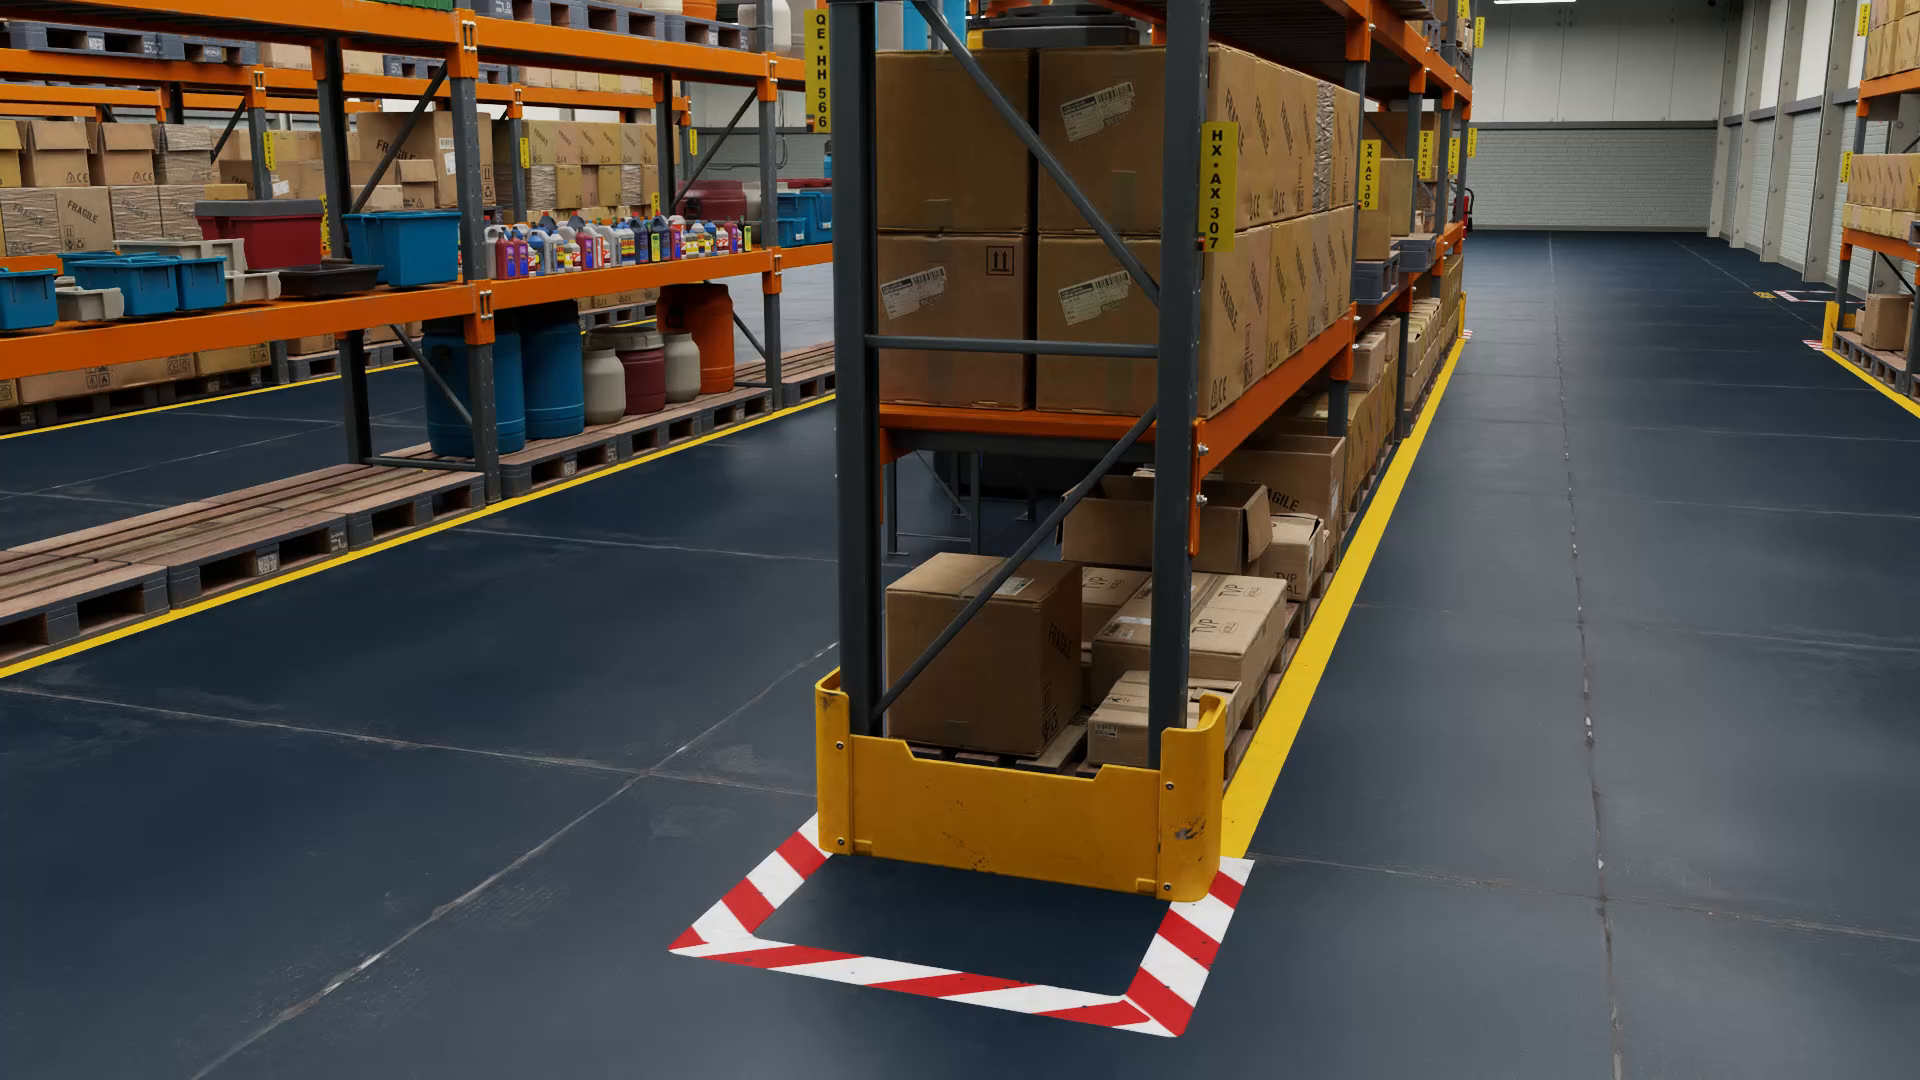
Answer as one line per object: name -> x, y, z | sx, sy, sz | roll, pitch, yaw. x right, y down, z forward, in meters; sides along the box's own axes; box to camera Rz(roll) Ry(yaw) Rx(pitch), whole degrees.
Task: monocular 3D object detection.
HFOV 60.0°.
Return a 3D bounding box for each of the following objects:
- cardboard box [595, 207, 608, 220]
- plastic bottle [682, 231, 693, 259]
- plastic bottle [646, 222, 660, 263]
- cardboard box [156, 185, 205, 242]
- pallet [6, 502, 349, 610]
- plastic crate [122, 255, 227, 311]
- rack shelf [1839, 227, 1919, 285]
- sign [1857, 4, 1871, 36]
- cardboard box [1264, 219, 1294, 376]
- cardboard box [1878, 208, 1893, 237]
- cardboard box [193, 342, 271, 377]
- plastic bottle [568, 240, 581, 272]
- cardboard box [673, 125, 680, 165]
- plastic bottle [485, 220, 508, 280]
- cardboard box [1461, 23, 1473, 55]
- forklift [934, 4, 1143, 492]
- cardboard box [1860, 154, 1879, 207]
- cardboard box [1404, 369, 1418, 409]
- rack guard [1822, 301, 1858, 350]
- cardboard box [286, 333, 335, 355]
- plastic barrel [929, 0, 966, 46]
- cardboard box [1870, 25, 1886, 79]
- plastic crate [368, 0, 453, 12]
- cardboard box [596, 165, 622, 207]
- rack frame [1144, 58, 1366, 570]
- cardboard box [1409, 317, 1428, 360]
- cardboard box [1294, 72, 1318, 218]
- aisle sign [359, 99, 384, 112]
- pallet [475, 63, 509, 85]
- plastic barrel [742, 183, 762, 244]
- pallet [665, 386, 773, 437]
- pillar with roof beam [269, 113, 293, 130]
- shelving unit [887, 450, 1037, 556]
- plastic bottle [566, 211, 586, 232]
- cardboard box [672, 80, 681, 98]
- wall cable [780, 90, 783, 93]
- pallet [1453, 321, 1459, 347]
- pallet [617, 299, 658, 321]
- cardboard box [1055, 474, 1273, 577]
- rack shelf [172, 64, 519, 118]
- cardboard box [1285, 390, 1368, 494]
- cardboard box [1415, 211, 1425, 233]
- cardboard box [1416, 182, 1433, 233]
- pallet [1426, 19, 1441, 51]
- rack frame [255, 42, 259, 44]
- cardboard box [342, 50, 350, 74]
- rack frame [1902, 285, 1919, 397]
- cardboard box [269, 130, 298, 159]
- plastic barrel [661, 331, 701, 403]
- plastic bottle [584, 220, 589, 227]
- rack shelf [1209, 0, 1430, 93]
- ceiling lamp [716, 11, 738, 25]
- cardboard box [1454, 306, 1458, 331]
cardboard box -> -4.520, -3.977, 20.235 | 0.380, 0.149, 0.250 | 4, 14, 18
plastic bottle -> -2.001, -2.153, 12.125 | 0.097, 0.201, 0.097 | 0, 13, 0
plastic bottle -> -2.155, -2.080, 11.620 | 0.061, 0.283, 0.133 | 4, 14, 18
cardboard box -> -6.734, -2.739, 14.023 | 0.500, 0.500, 0.500 | 4, 14, 18
pallet -> -3.843, 0.057, 8.264 | 1.003, 0.211, 1.213 | 4, 14, 18
plastic crate -> -3.629, -1.192, 7.710 | 0.416, 0.233, 0.300 | 4, 14, 18
rack shelf -> 9.360, -2.759, 15.953 | 1.077, 0.370, 4.000 | 4, 14, 18
sign -> 9.494, -5.459, 17.458 | 0.100, 0.325, 0.005 | 4, 14, 18
cardboard box -> 0.862, -0.856, 5.772 | 0.500, 0.500, 0.500 | 4, 14, 18
cardboard box -> 8.897, -2.958, 15.501 | 0.500, 0.250, 0.500 | 4, 14, 18
cardboard box -> -6.885, -1.942, 14.585 | 1.225, 0.875, 0.875 | 4, 13, 16
plastic bottle -> -2.494, -1.831, 10.717 | 0.097, 0.201, 0.097 | 0, 13, 0
cardboard box -> -3.997, -5.149, 21.664 | 0.500, 0.500, 0.500 | 4, 14, 18
plastic bottle -> -2.816, -1.753, 10.038 | 0.144, 0.351, 0.185 | 4, 14, 18
cardboard box -> 5.016, -5.200, 17.232 | 0.500, 0.311, 0.500 | 6, 14, 25
forklift -> 0.822, -1.990, 11.120 | 1.130, 2.935, 3.031 | 5, 14, 20
cardboard box -> 9.226, -3.543, 16.376 | 0.500, 0.500, 0.500 | 4, 13, 17
cardboard box -> 3.178, -1.156, 12.547 | 0.500, 0.250, 0.500 | 4, 14, 18
rack guard -> 9.983, -2.296, 17.926 | 1.175, 0.500, 0.348 | 4, 14, 18
cardboard box -> -6.444, -2.055, 15.879 | 0.700, 0.500, 0.500 | 4, 13, 15
plastic barrel -> -0.238, -5.516, 17.601 | 0.600, 0.901, 0.708 | 4, 14, 18
cardboard box -> 9.455, -4.889, 16.657 | 0.500, 0.500, 0.500 | 5, 14, 22
plastic crate -> -3.100, -2.966, 8.977 | 0.450, 0.188, 0.662 | 4, 14, 18
cardboard box -> -4.681, -4.360, 20.458 | 0.875, 0.500, 0.500 | 4, 14, 18
rack frame -> 1.436, -1.360, 8.207 | 1.000, 3.000, 0.127 | 4, 14, 18
cardboard box -> 3.507, -1.648, 13.441 | 0.500, 0.311, 0.500 | 4, 13, 17
cardboard box -> 1.027, -1.451, 6.134 | 0.500, 0.500, 0.500 | 4, 14, 18
aisle sign -> -8.407, -6.240, 23.745 | 0.394, 0.787, 0.004 | 4, 14, 18
pallet -> -5.648, -5.007, 17.867 | 1.213, 0.211, 1.003 | 4, 14, 18
plastic barrel -> -1.824, -2.846, 14.467 | 0.421, 0.512, 0.421 | 0, 13, 0
pallet -> -2.171, -1.032, 13.033 | 1.003, 0.211, 1.213 | 4, 14, 18
pillar with roof beam -> -11.250, -10.731, 35.780 | 9.100, 9.000, 0.400 | 4, 14, 18
shelving unit -> 0.028, -0.749, 8.900 | 0.538, 1.500, 1.048 | 4, 14, 18
plastic bottle -> -2.718, -2.160, 11.822 | 0.144, 0.351, 0.185 | 4, 14, 18
cardboard box -> -3.969, -5.870, 21.563 | 0.500, 0.250, 0.500 | 5, 14, 20
wall cable -> -4.735, -16.109, 54.973 | 3.097, 2.526, 0.112 | 4, 14, 18
pallet -> 5.111, -2.364, 18.869 | 1.003, 0.211, 1.213 | 4, 14, 18
pallet -> -4.374, -3.057, 21.907 | 1.003, 0.211, 1.213 | 4, 14, 18
cardboard box -> 0.833, 0.038, 6.701 | 0.797, 0.503, 0.637 | 4, 14, 18
rack shelf -> -5.994, -4.449, 16.617 | 1.077, 0.370, 4.000 | 4, 14, 18
cardboard box -> 1.986, -0.554, 9.301 | 0.500, 0.500, 0.500 | 5, 14, 19
cardboard box -> 3.914, -2.781, 14.733 | 0.396, 0.266, 0.258 | 4, 13, 17
cardboard box -> 4.162, -3.187, 15.987 | 0.700, 0.500, 0.500 | 4, 13, 17
pallet -> 2.866, -3.722, 12.239 | 1.213, 0.211, 1.003 | 5, 14, 21
rack frame -> -6.642, -5.841, 14.358 | 1.000, 3.000, 0.127 | 4, 14, 18
cardboard box -> -6.082, -4.495, 15.535 | 0.500, 0.250, 0.500 | 5, 14, 20
rack frame -> 8.713, -2.689, 14.028 | 1.000, 3.000, 0.127 | 4, 14, 18
cardboard box -> -9.319, -5.152, 22.056 | 0.875, 0.550, 0.500 | 4, 14, 18
plastic barrel -> -2.195, -1.322, 12.687 | 0.421, 0.512, 0.421 | 0, 13, 0
plastic bottle -> -2.763, -2.212, 12.229 | 0.097, 0.271, 0.097 | 0, 13, 0
rack shelf -> 2.084, -2.893, 9.798 | 1.077, 0.370, 4.000 | 4, 14, 18
ceiling lamp -> -6.256, -16.521, 48.030 | 2.000, 3.185, 0.800 | 4, 14, 18
cardboard box -> 5.115, -2.405, 18.021 | 0.500, 0.250, 0.500 | 4, 14, 18
